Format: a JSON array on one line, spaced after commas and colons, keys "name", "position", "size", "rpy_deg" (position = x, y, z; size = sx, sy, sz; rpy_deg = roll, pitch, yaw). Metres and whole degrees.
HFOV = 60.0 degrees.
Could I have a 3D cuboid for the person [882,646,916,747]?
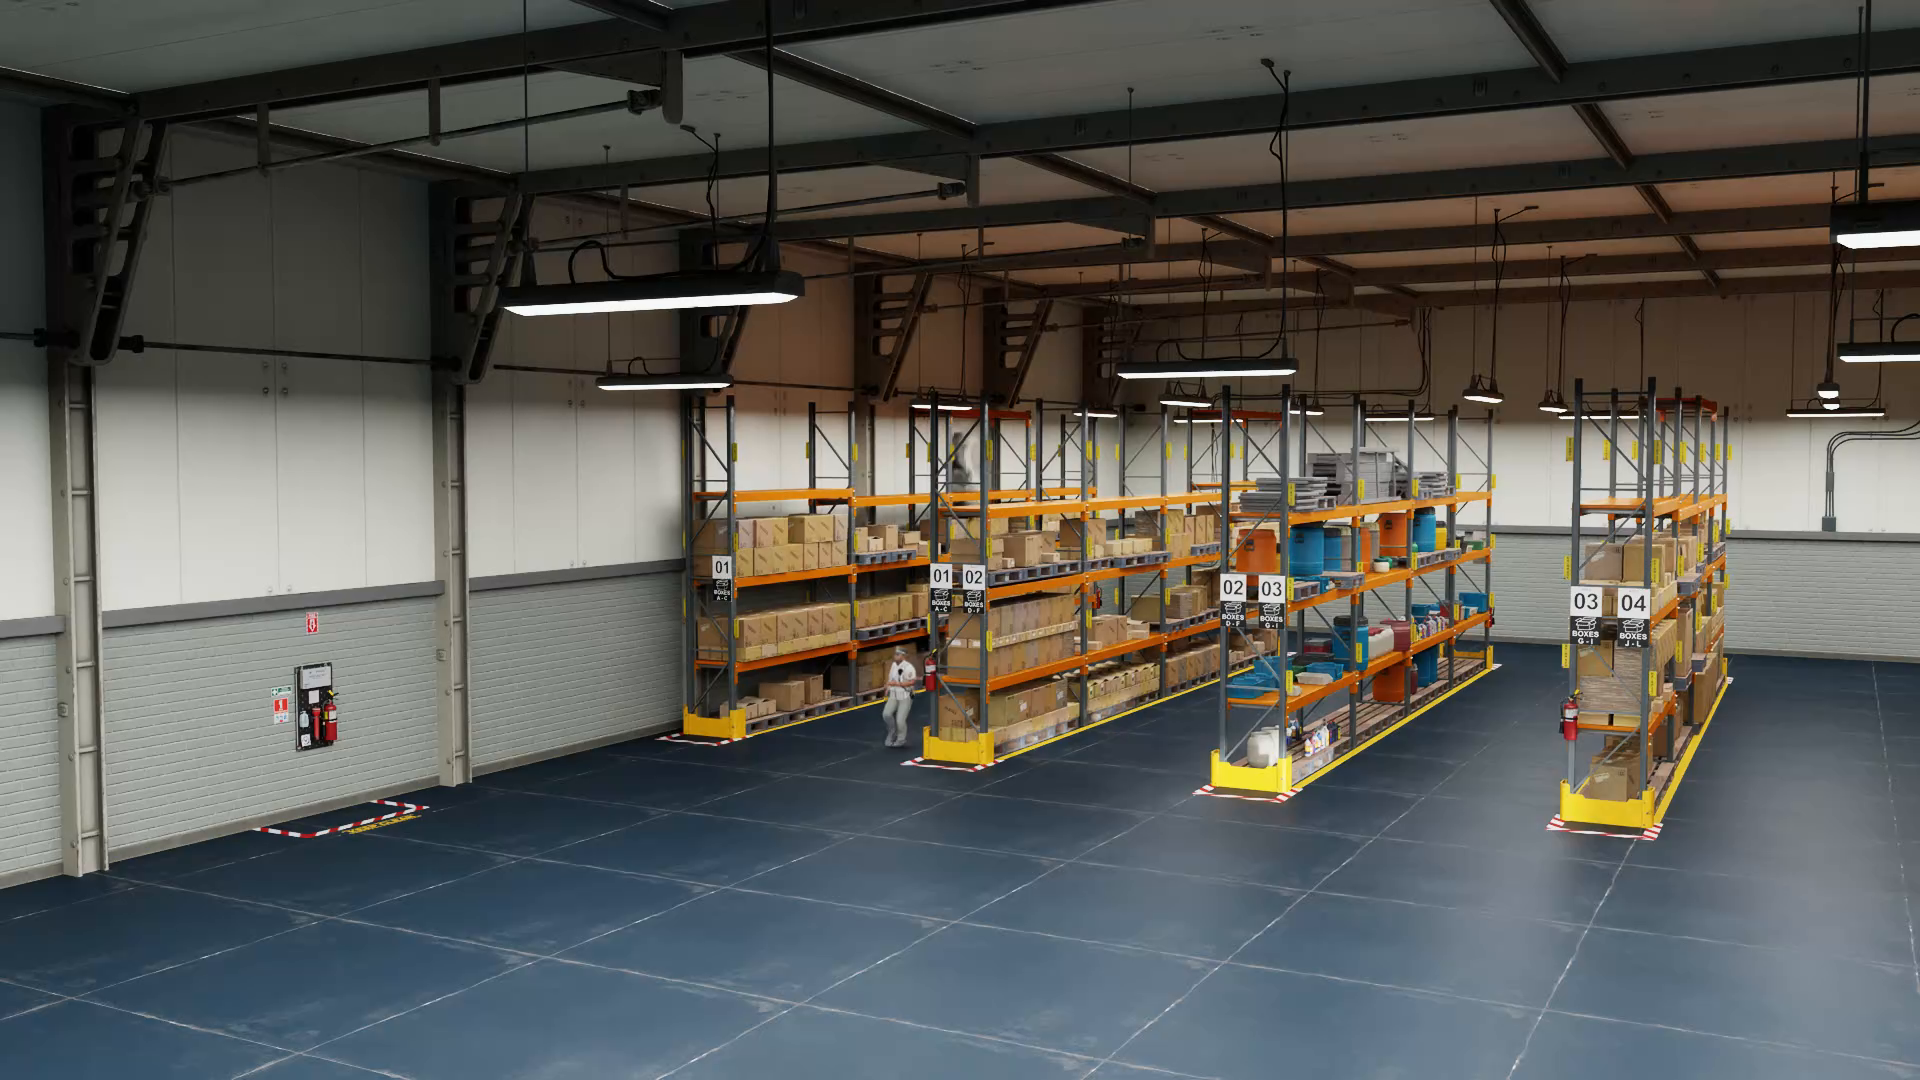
[{"name": "person", "position": [-1.035, 2.648, 28.152], "size": [0.727, 1.740, 0.653], "rpy_deg": [2, 3, 28]}]
